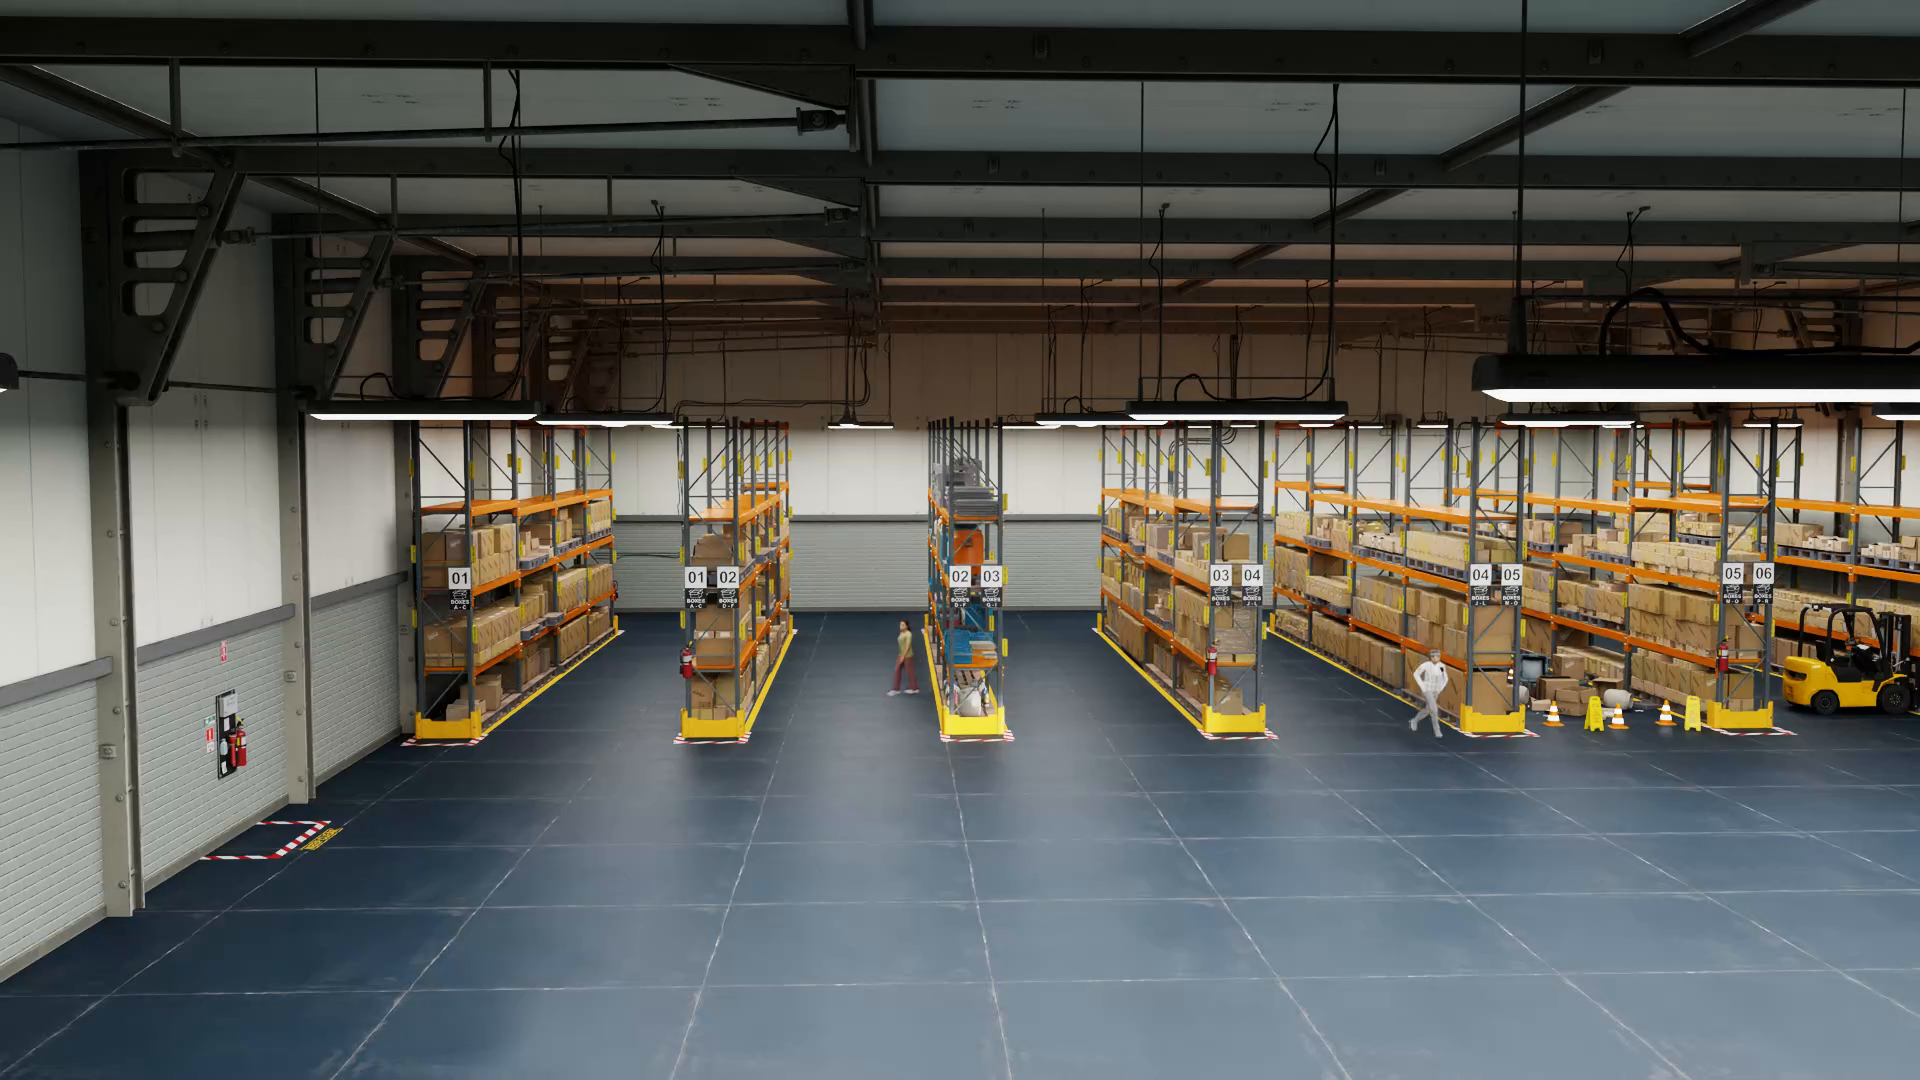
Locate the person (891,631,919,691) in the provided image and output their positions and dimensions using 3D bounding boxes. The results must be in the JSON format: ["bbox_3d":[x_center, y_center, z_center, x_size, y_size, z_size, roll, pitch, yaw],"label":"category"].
[{"bbox_3d":[-1.148,2.617,36.040,0.640,1.337,0.450,-3,5,-37],"label":"person"}]

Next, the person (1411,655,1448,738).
[{"bbox_3d":[8.838,2.862,31.354,0.591,1.629,0.798,-2,4,-23],"label":"person"}]
